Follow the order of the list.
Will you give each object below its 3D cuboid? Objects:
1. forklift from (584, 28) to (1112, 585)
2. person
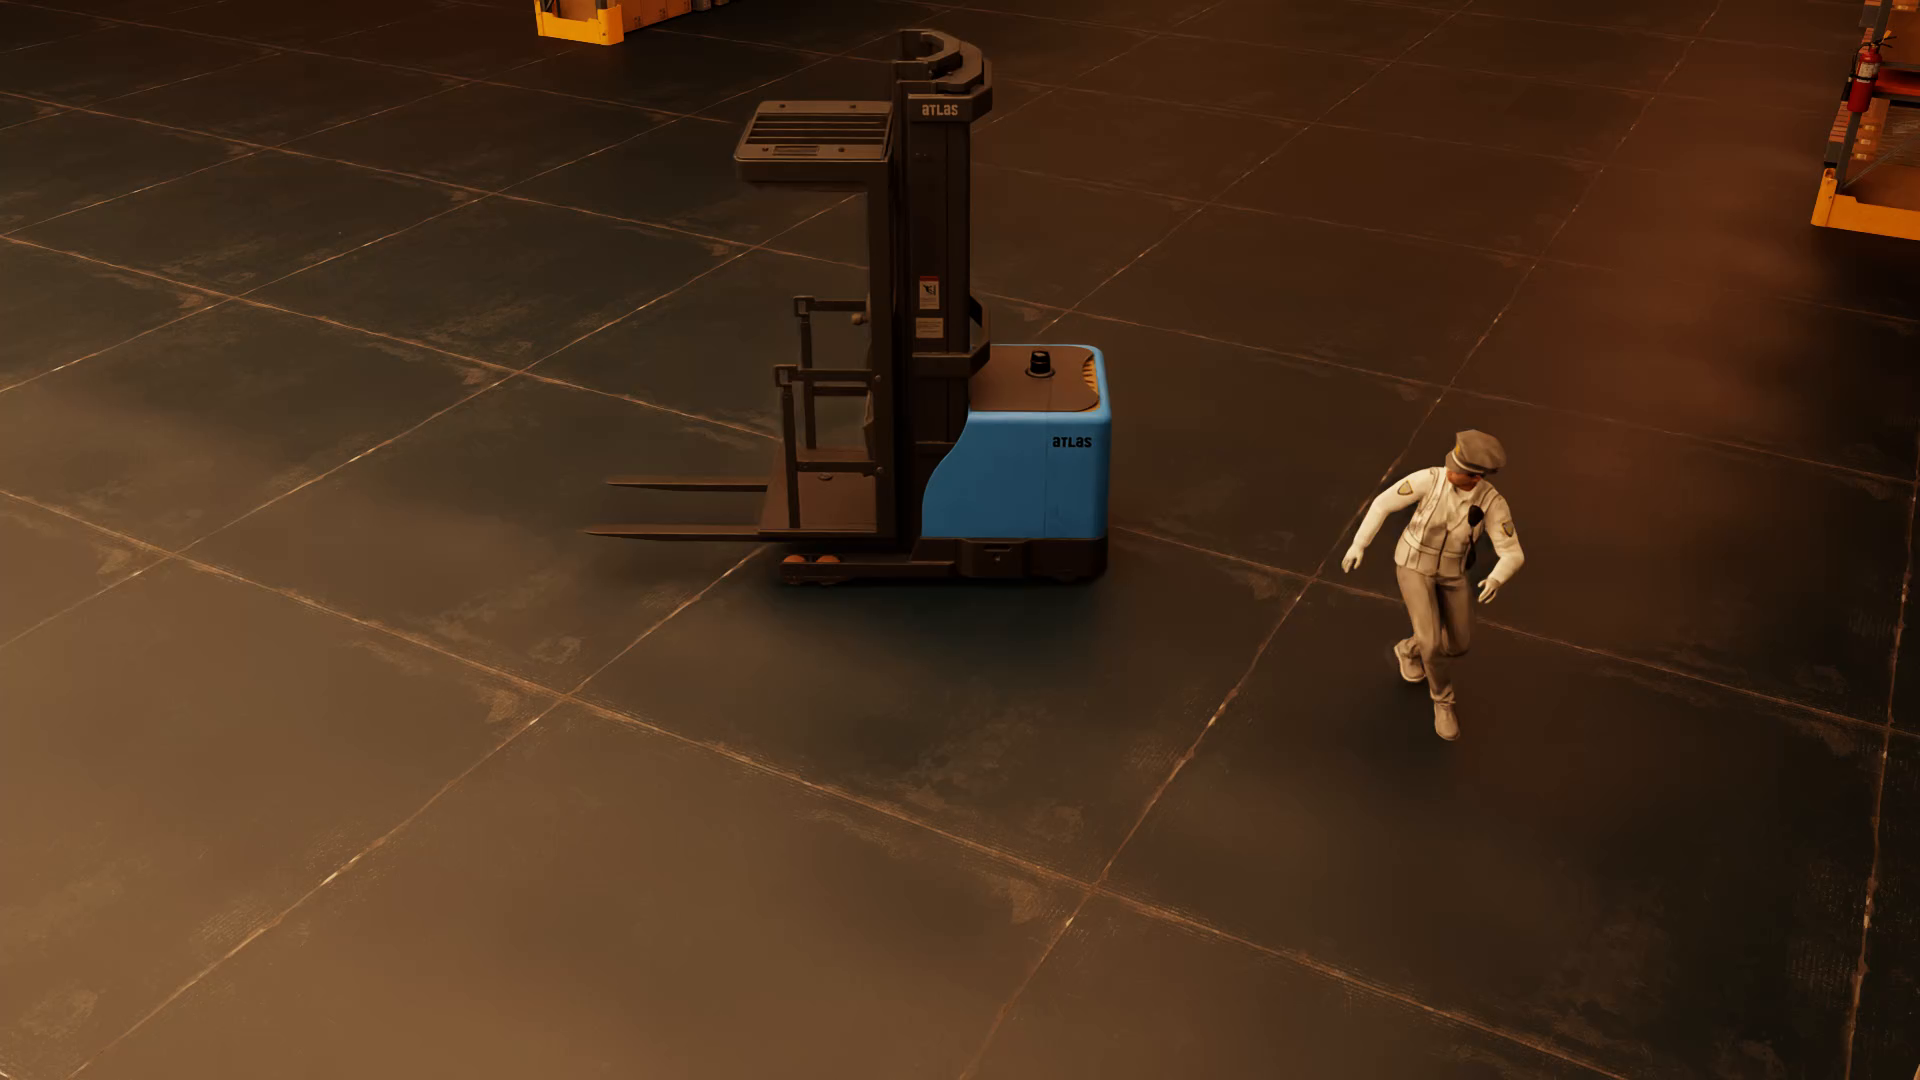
[{"bbox_3d":[-0.660,-1.275,9.280,3.031,2.935,1.130,0,30,1],"label":"forklift"},{"bbox_3d":[2.298,0.195,8.137,0.801,1.556,0.799,0,30,0],"label":"person"}]
